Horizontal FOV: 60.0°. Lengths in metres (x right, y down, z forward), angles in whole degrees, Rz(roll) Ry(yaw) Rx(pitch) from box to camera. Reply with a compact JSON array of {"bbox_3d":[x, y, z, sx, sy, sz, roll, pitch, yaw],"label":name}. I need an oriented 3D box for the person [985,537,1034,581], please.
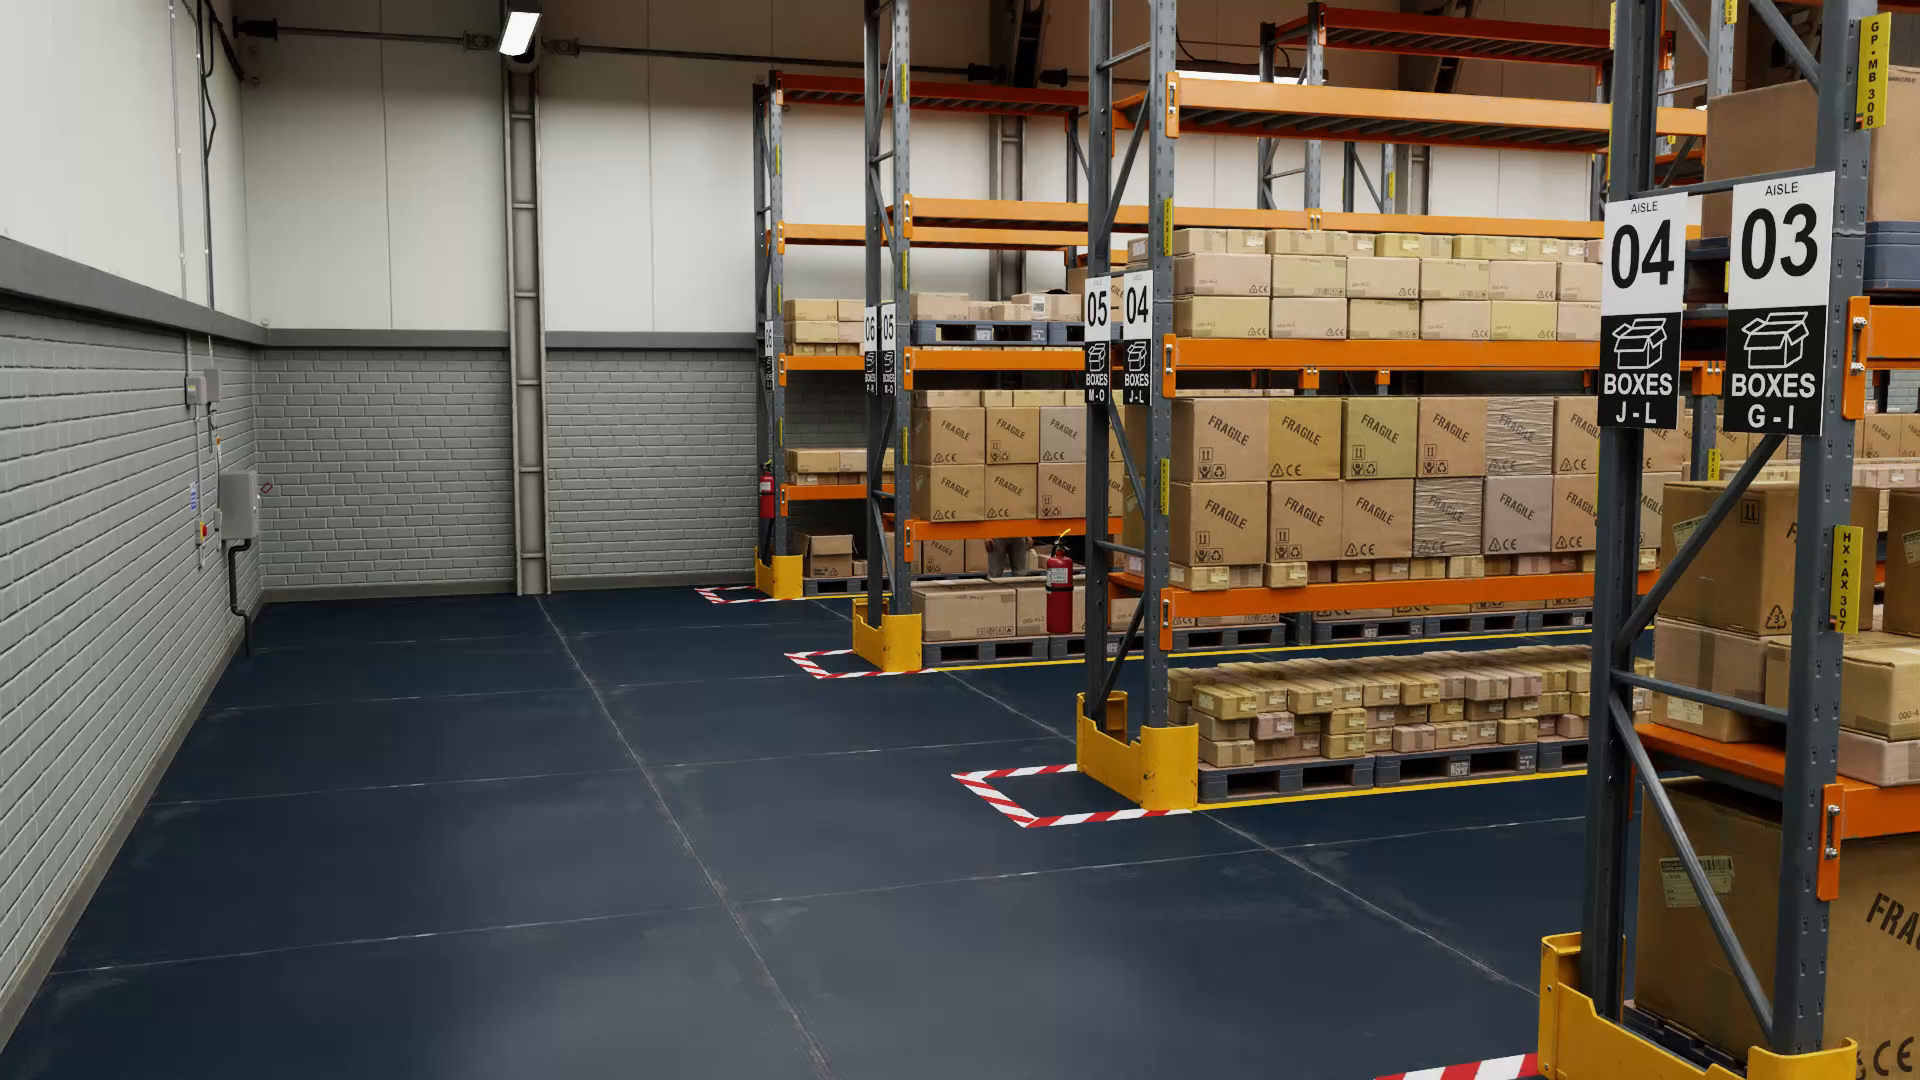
[{"bbox_3d":[0.510,-0.036,17.547,0.594,1.771,0.462,-2,6,-22],"label":"person"}]
